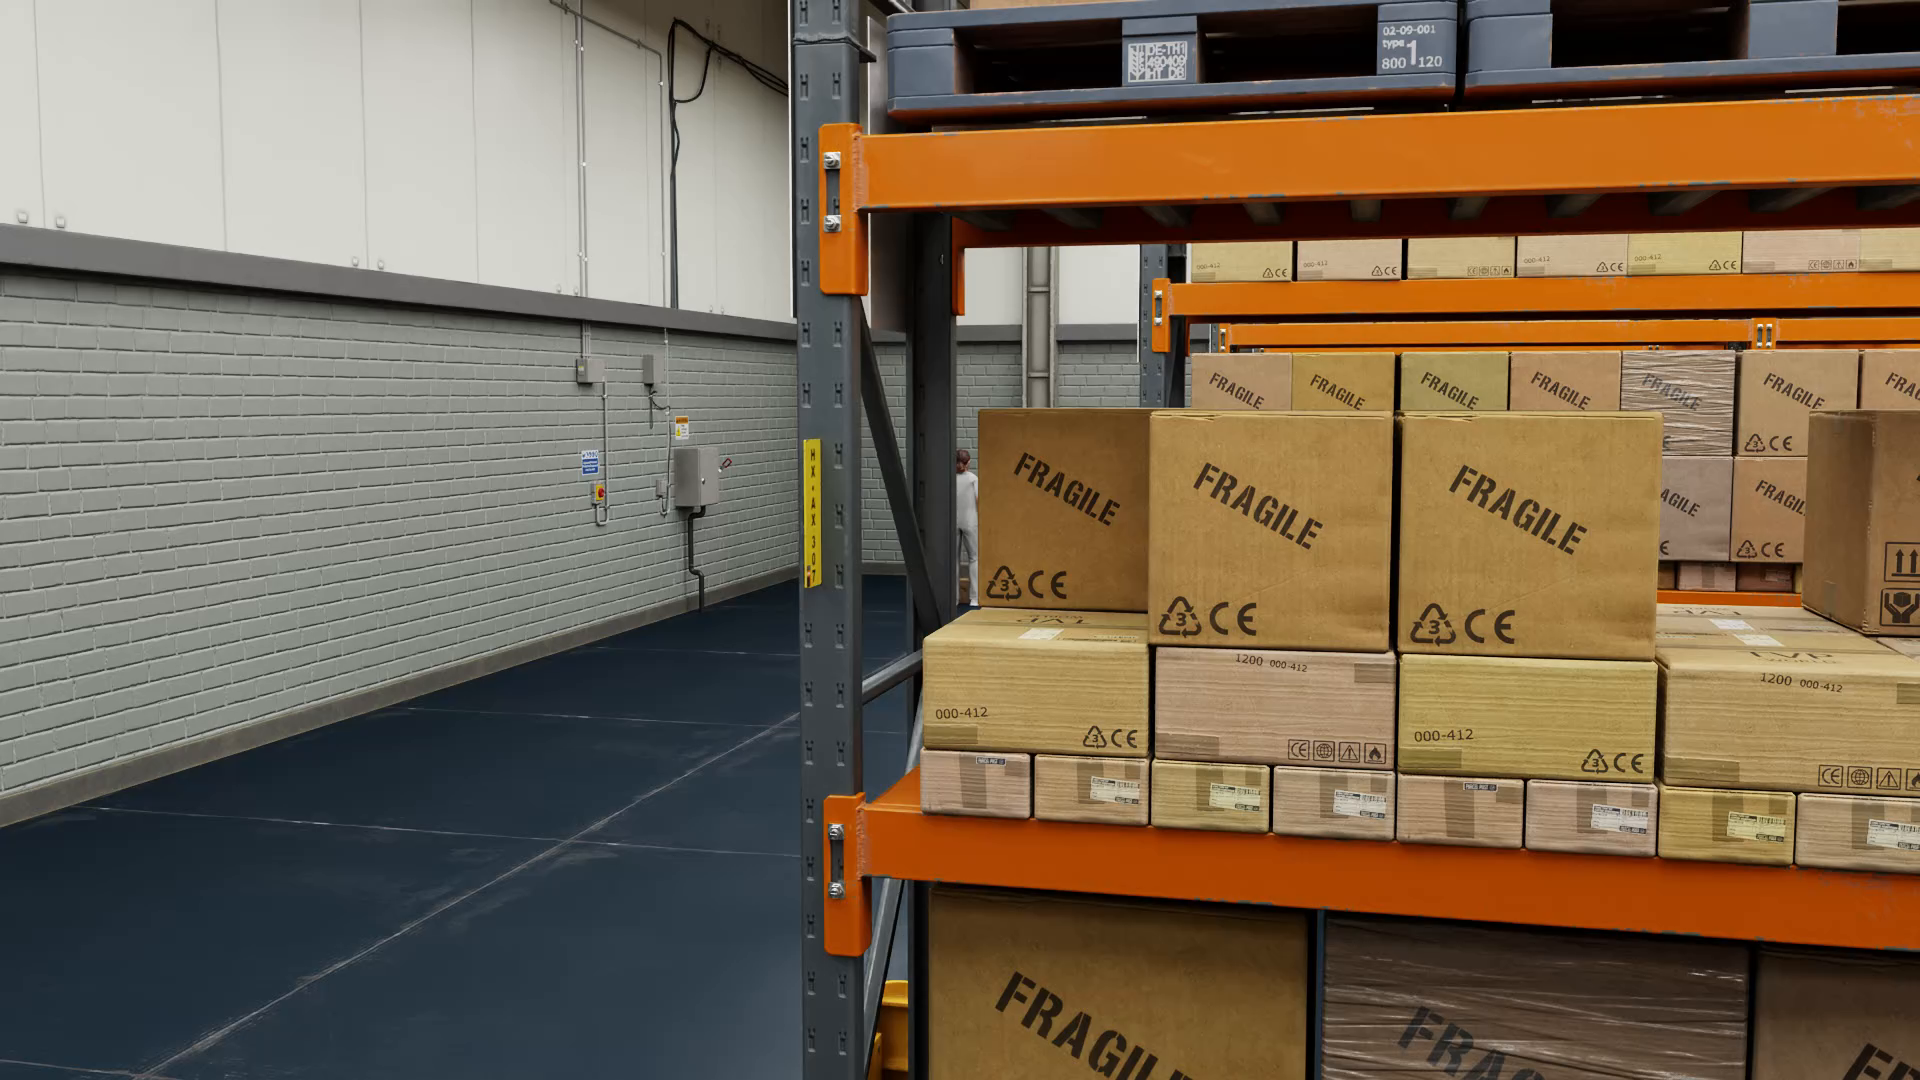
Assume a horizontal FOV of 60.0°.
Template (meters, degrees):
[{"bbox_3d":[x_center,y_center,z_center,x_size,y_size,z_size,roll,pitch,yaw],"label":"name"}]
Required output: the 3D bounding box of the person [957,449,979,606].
[{"bbox_3d":[0.033,-0.133,17.820,0.498,1.667,0.363,1,5,11],"label":"person"}]
